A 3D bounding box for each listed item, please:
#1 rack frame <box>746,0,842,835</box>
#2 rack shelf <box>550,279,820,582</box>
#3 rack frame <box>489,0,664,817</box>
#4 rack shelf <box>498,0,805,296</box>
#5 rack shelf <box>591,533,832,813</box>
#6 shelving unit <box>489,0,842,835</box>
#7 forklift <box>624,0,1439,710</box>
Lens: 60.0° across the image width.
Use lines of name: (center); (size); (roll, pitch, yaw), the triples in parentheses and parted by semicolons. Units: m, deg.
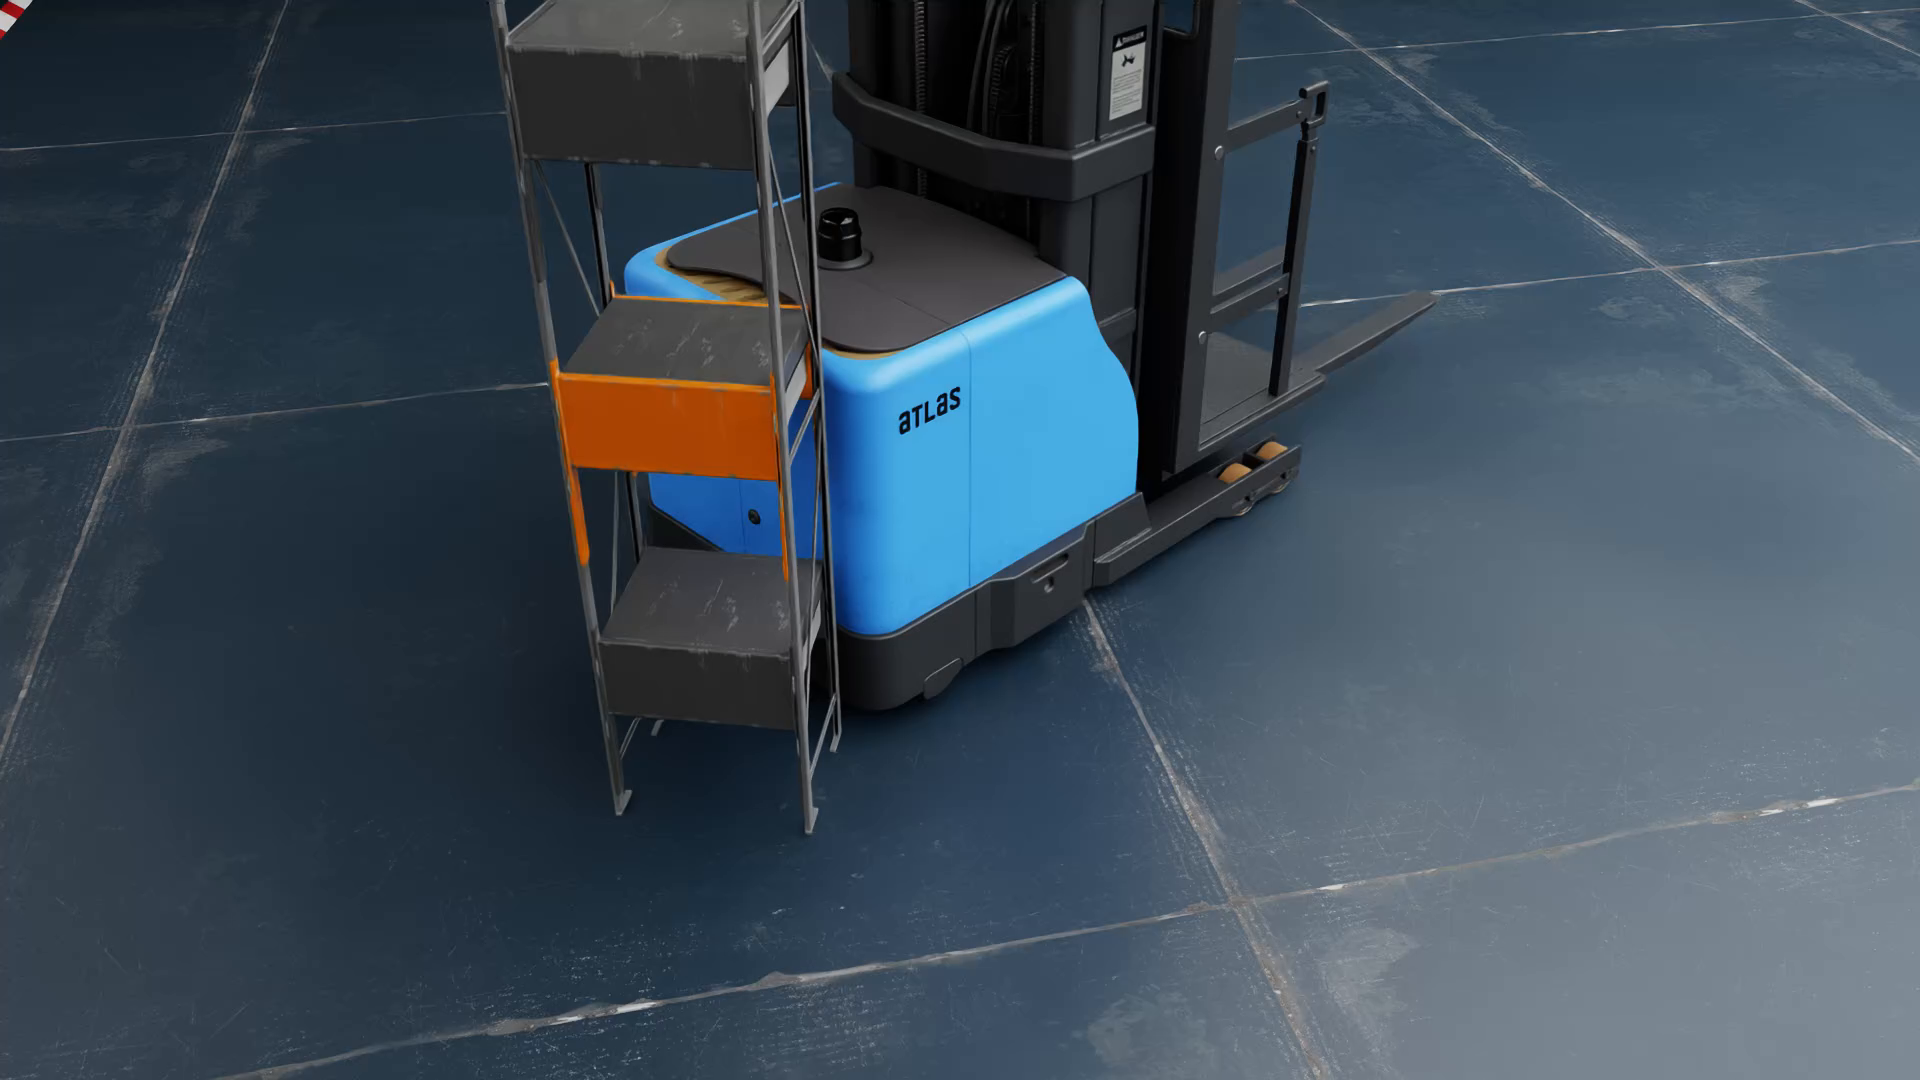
rack frame: (-0.353, -0.246, 3.732); (0.015, 2.100, 0.400); (4, 34, 6)
rack shelf: (-0.595, -0.253, 3.767); (0.480, 0.518, 0.431); (4, 34, 6)
rack frame: (-0.836, -0.282, 3.786); (0.015, 2.100, 0.400); (4, 34, 6)
rack shelf: (-0.595, -0.834, 3.376); (0.480, 0.518, 0.431); (4, 34, 6)
rack shelf: (-0.595, 0.329, 4.157); (0.480, 0.518, 0.431); (4, 34, 6)
shelving unit: (-0.595, -0.264, 3.759); (0.503, 2.100, 0.431); (4, 34, 6)
forklift: (0.479, -1.478, 4.823); (3.031, 2.935, 1.130); (-29, 43, -36)
